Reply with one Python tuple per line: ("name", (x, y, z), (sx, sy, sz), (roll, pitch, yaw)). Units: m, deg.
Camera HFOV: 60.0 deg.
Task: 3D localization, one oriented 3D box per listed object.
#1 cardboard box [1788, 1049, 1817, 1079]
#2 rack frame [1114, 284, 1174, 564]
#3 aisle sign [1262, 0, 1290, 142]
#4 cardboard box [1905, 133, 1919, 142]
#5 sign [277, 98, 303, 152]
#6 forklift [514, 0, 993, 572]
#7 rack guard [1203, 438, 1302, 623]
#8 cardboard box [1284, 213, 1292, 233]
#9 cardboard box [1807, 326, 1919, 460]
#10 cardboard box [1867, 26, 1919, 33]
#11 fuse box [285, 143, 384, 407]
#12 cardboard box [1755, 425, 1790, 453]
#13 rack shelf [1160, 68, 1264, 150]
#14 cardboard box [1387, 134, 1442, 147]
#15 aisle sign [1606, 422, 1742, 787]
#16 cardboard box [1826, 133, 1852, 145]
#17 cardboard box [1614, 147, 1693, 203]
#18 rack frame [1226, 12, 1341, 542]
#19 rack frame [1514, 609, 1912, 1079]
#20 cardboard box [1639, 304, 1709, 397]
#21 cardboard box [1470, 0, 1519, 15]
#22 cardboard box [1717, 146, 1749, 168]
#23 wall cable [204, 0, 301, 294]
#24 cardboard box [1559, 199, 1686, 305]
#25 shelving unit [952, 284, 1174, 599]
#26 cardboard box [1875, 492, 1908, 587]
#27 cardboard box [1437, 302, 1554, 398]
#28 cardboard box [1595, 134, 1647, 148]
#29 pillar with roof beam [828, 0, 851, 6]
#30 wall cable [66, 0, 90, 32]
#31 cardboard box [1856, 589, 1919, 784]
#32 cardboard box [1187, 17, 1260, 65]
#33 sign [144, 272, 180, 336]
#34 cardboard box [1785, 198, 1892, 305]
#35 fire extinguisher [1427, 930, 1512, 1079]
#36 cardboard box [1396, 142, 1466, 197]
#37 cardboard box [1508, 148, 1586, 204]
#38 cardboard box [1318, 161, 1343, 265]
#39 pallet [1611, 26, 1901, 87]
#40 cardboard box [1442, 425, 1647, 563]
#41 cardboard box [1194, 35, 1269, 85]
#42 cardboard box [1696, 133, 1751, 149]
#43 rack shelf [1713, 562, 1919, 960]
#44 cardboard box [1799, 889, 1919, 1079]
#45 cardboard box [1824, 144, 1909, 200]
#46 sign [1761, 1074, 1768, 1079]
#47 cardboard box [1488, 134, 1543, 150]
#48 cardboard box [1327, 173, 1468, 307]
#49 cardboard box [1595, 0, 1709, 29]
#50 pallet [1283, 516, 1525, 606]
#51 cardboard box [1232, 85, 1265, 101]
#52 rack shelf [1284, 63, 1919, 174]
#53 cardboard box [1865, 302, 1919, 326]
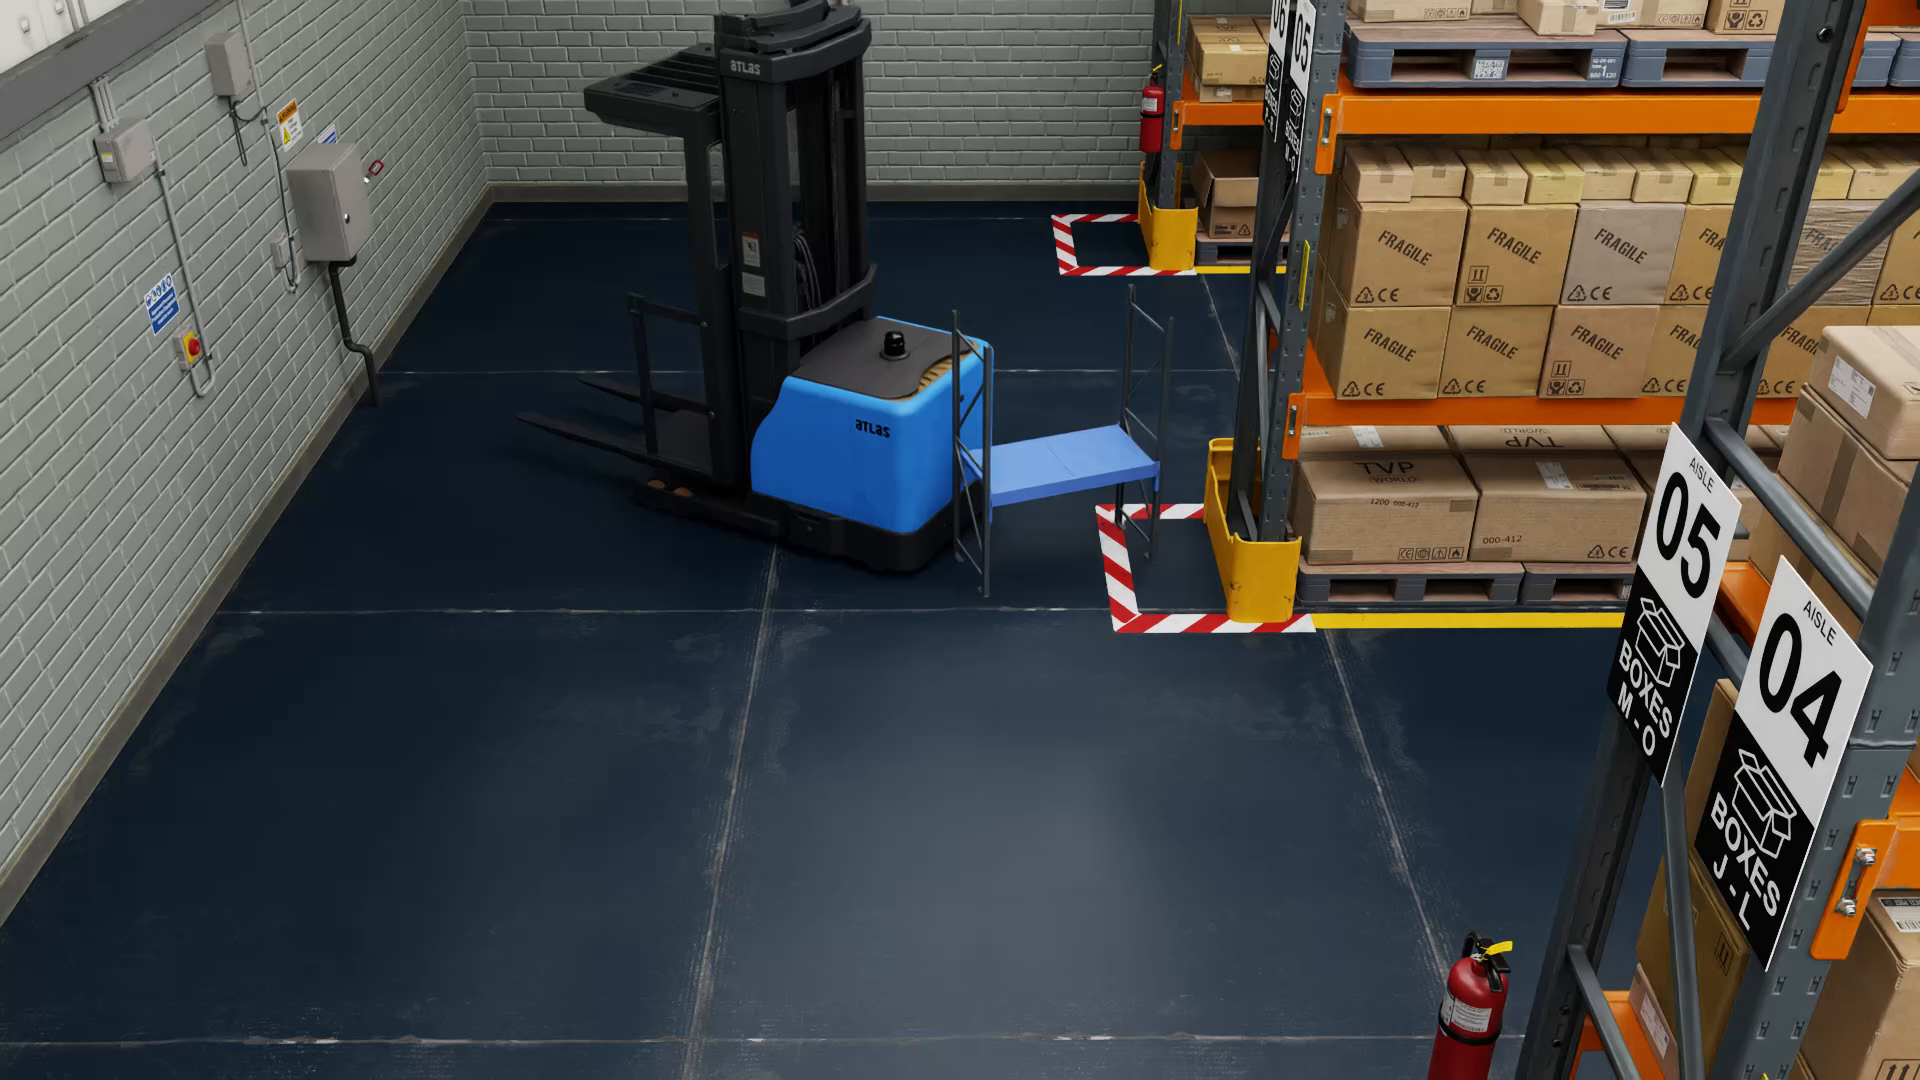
("cardboard box", (2.219, 1.398, 4.061), (0.500, 0.500, 0.500), (1, 31, 2))
("rack frame", (1.012, -0.628, 9.229), (0.032, 1.500, 0.500), (-11, 33, -17))
("aisle sign", (1.563, -2.414, 8.220), (0.004, 0.787, 0.394), (0, 31, 0))
("cardboard box", (4.808, -2.004, 8.364), (0.250, 0.149, 0.380), (-1, 31, -1))
("sign", (-4.075, -2.526, 10.114), (0.001, 0.242, 0.339), (0, 31, 0))
("forklift", (-1.335, -1.616, 9.478), (3.031, 2.935, 1.130), (16, 35, 25))
("rack guard", (1.613, -0.073, 9.277), (0.348, 0.500, 1.175), (0, 31, 0))
("cardboard box", (2.641, -2.611, 13.394), (0.250, 0.149, 0.380), (-1, 31, -2))
("cardboard box", (2.099, -0.330, 3.678), (0.250, 0.149, 0.380), (0, 31, -1))
("cardboard box", (4.289, -2.682, 7.676), (0.637, 0.503, 0.797), (2, 31, 4))
("fuse box", (-3.868, -1.651, 10.711), (0.414, 1.711, 0.539), (0, 31, 0))
("cardboard box", (5.008, -0.292, 9.294), (0.875, 0.438, 0.875), (-1, 31, -1))
("rack shelf", (3.603, -3.415, 13.070), (4.000, 0.370, 1.077), (0, 31, 0))
("cardboard box", (2.248, -2.008, 8.371), (0.250, 0.149, 0.380), (0, 31, 1))
("aisle sign", (1.693, 0.159, 3.980), (0.004, 0.787, 0.394), (0, 31, 0))
("cardboard box", (4.293, -2.049, 8.439), (0.250, 0.149, 0.380), (-1, 31, -2))
("cardboard box", (3.291, -1.743, 7.935), (0.250, 0.149, 0.380), (0, 31, 0))
("rack frame", (1.637, -1.142, 8.629), (0.127, 3.000, 1.000), (0, 31, 0))
("rack frame", (1.768, 1.426, 4.398), (0.127, 3.000, 1.000), (0, 31, 0))
("cardboard box", (3.634, -1.056, 8.391), (0.500, 0.500, 0.500), (1, 31, 1))
("cardboard box", (2.505, -2.630, 7.931), (0.250, 0.149, 0.380), (-2, 31, -4))
("cardboard box", (3.806, -1.756, 7.956), (0.250, 0.149, 0.380), (0, 31, 0))
("wall cable", (-4.022, -2.282, 9.529), (0.122, 1.984, 0.588), (0, 31, 0))
("cardboard box", (3.150, -1.477, 8.121), (0.500, 0.500, 0.500), (0, 31, -1))
("shelving unit", (0.535, -0.536, 9.077), (1.048, 1.500, 0.538), (-11, 33, -17))
("cardboard box", (2.218, 0.127, 3.309), (0.500, 0.250, 0.500), (0, 31, 0))
("cardboard box", (2.624, -1.053, 8.387), (0.500, 0.500, 0.500), (-1, 31, -1))
("cardboard box", (3.270, -2.027, 8.402), (0.250, 0.149, 0.380), (1, 31, 1))
("pillar with roof beam", (-1.072, -4.507, 8.393), (0.400, 9.000, 9.100), (0, 31, 0))
("wall cable", (-4.049, -3.543, 6.803), (0.029, 3.000, 0.463), (0, 31, 0))
("cardboard box", (2.218, 0.338, 3.442), (0.500, 0.250, 0.500), (1, 31, 1))
("cardboard box", (2.062, -3.919, 13.064), (0.500, 0.250, 0.500), (1, 31, 1))
("sign", (-4.062, -1.202, 8.468), (0.001, 0.218, 0.327), (0, 31, 0))
("cardboard box", (4.150, -1.476, 8.120), (0.500, 0.500, 0.500), (0, 31, 0))
("fire extinguisher", (1.513, 1.379, 4.908), (0.183, 0.674, 0.296), (0, 31, 0))
("cardboard box", (2.255, -1.785, 8.003), (0.250, 0.149, 0.380), (1, 31, 1))
("cardboard box", (2.779, -1.736, 7.923), (0.250, 0.149, 0.380), (-1, 31, -2))
("cardboard box", (2.118, -1.737, 8.550), (0.500, 0.500, 0.500), (1, 31, 1))
("pallet", (3.602, -2.399, 7.896), (1.213, 0.211, 1.003), (0, 31, 0))
("cardboard box", (3.211, -0.287, 9.286), (0.875, 0.438, 0.875), (1, 31, 1))
("cardboard box", (2.059, -3.641, 12.607), (0.500, 0.250, 0.500), (0, 31, 0))
("cardboard box", (3.797, -2.040, 8.425), (0.250, 0.149, 0.380), (0, 31, 0))
("rack shelf", (3.768, 0.444, 3.817), (4.000, 0.370, 1.077), (0, 31, 0))
("cardboard box", (2.218, 0.964, 3.811), (0.500, 0.500, 0.500), (0, 31, -1))
("cardboard box", (4.314, -1.766, 7.972), (0.250, 0.149, 0.380), (0, 31, -1))
("sign", (1.771, 1.337, 3.709), (0.005, 0.325, 0.100), (0, 31, 0))
("cardboard box", (2.758, -2.031, 8.410), (0.250, 0.149, 0.380), (1, 31, 1))
("cardboard box", (2.119, -1.466, 8.103), (0.500, 0.500, 0.500), (-1, 31, -1))
("cardboard box", (3.134, -2.587, 7.704), (0.500, 0.311, 0.500), (0, 31, 1))
("pallet", (2.436, 0.007, 9.424), (1.213, 0.211, 1.003), (0, 31, 0))
("cardboard box", (2.188, -3.493, 12.746), (0.250, 0.149, 0.380), (1, 31, 1))
("rack shelf", (3.637, -2.123, 8.048), (4.000, 0.370, 1.077), (0, 31, 0))
("cardboard box", (4.660, -1.058, 8.396), (0.500, 0.500, 0.500), (-1, 31, -2))
